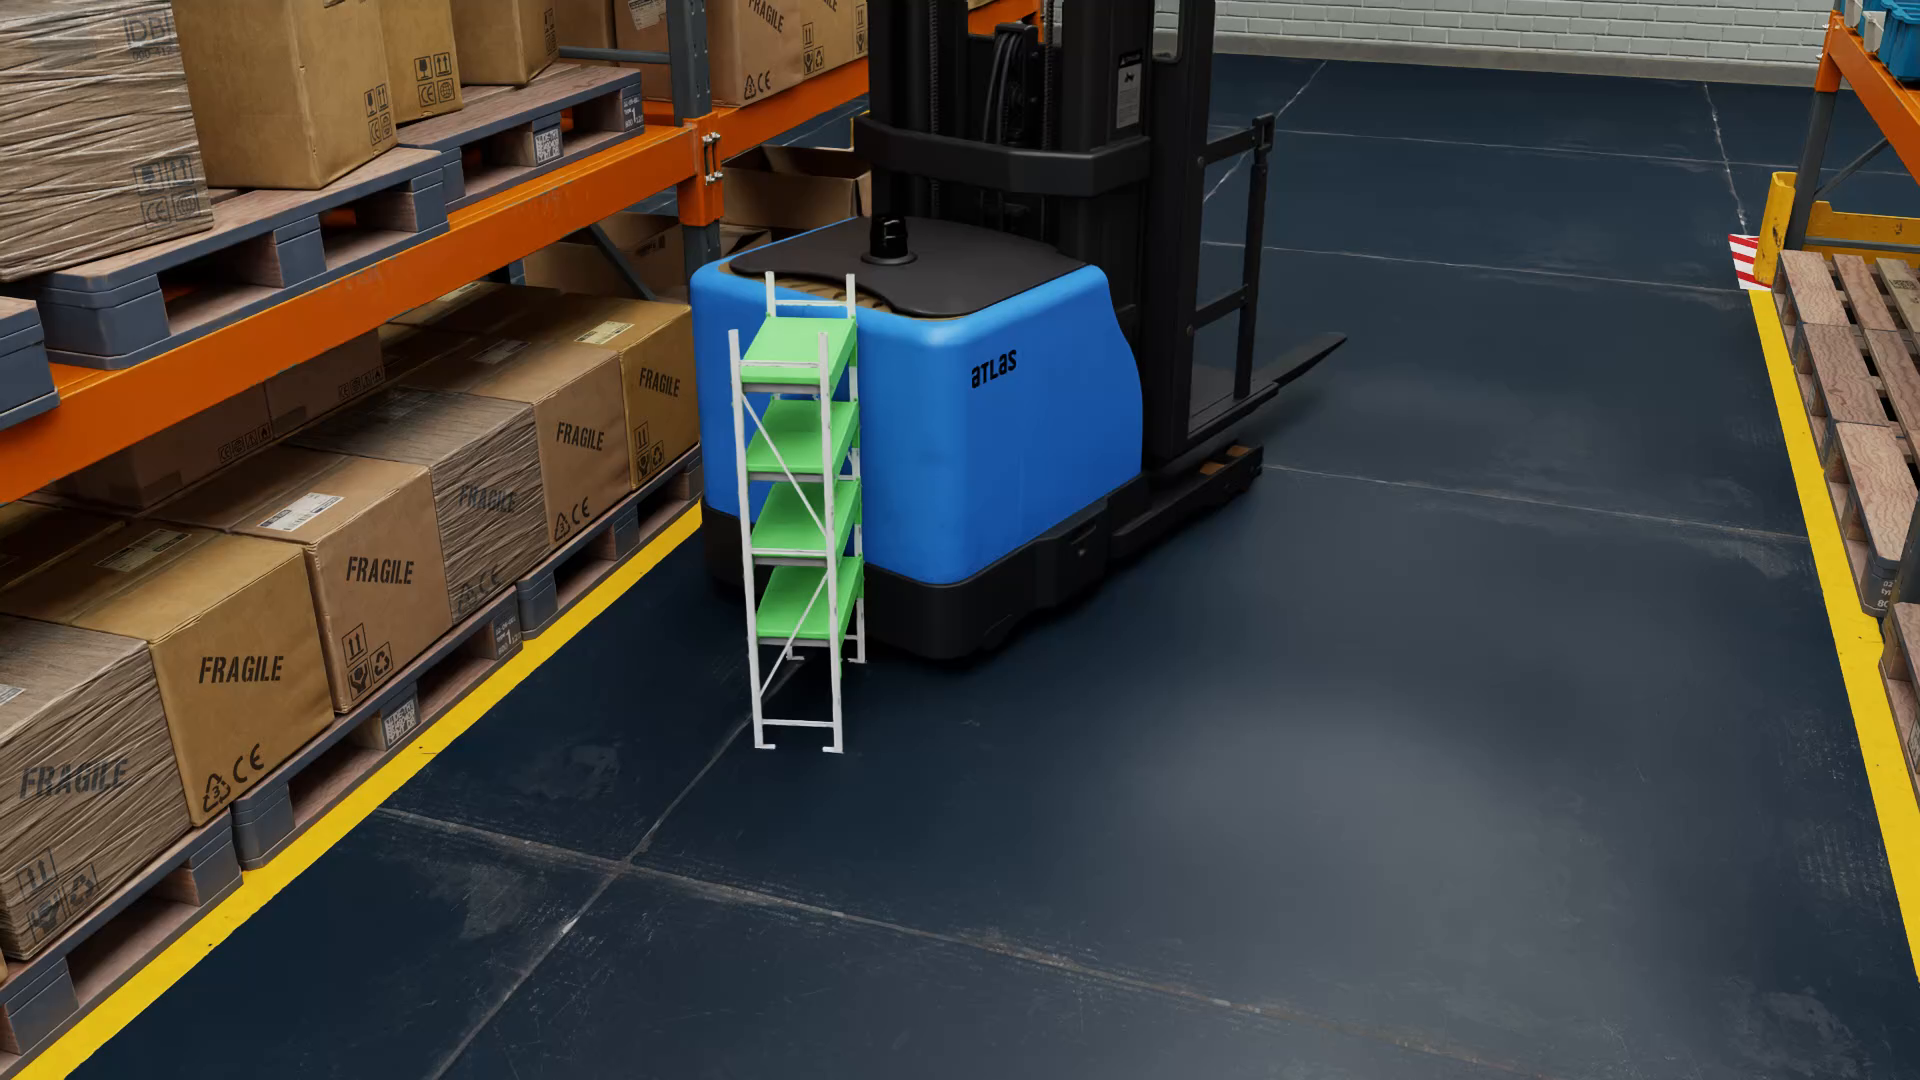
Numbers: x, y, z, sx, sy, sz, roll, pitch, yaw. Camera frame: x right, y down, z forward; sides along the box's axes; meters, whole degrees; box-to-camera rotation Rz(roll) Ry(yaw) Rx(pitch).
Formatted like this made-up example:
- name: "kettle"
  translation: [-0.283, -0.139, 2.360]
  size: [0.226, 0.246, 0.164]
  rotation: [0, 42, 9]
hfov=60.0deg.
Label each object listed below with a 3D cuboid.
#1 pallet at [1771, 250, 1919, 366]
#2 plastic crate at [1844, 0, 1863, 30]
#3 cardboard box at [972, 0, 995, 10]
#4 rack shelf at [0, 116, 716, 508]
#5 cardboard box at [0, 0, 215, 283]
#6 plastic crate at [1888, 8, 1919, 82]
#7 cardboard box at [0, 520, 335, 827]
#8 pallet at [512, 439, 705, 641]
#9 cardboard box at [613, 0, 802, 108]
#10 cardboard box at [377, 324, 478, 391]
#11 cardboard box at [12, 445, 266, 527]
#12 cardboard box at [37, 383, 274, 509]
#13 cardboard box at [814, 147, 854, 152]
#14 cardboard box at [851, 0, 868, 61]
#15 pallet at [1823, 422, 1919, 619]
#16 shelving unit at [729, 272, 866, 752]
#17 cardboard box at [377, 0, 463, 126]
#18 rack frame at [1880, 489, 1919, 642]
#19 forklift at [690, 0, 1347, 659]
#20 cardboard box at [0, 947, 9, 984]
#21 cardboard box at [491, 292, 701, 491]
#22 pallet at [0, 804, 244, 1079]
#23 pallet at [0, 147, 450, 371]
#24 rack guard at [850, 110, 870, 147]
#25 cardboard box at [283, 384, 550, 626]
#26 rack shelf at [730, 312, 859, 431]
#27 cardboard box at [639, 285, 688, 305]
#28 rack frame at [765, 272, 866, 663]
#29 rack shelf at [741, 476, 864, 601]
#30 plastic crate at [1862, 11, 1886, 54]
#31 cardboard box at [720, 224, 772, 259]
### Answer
- name: "pallet"
  translation: [4.338, -1.031, 7.637]
  size: [1.003, 0.211, 1.213]
  rotation: [9, 27, 17]
- name: "plastic crate"
  translation: [4.072, -2.354, 7.404]
  size: [0.250, 0.136, 0.298]
  rotation: [9, 27, 17]
- name: "cardboard box"
  translation: [-0.083, -2.947, 8.280]
  size: [0.500, 0.500, 0.500]
  rotation: [9, 27, 18]
- name: "rack shelf"
  translation: [-2.017, -0.550, 4.269]
  size: [1.077, 0.370, 4.000]
  rotation: [9, 27, 17]
- name: "cardboard box"
  translation: [-2.095, -0.909, 3.589]
  size: [0.700, 0.500, 0.500]
  rotation: [14, 29, 27]
- name: "plastic crate"
  translation: [3.718, -1.853, 6.258]
  size: [0.416, 0.233, 0.300]
  rotation: [9, 27, 17]
- name: "cardboard box"
  translation: [-1.921, 0.308, 4.035]
  size: [0.500, 0.500, 0.500]
  rotation: [8, 27, 17]
- name: "pallet"
  translation: [-1.587, -0.101, 5.716]
  size: [1.003, 0.211, 1.213]
  rotation: [9, 27, 17]
- name: "cardboard box"
  translation: [-0.925, -1.910, 6.139]
  size: [0.500, 0.500, 0.500]
  rotation: [9, 27, 19]
- name: "cardboard box"
  translation: [-1.910, -0.384, 5.465]
  size: [0.500, 0.500, 0.500]
  rotation: [9, 27, 18]
- name: "cardboard box"
  translation: [-2.252, 0.028, 4.614]
  size: [0.500, 0.500, 0.500]
  rotation: [8, 27, 15]
- name: "cardboard box"
  translation: [-2.242, -0.325, 4.483]
  size: [0.500, 0.250, 0.500]
  rotation: [8, 27, 16]
- name: "cardboard box"
  translation: [-0.636, -1.912, 8.907]
  size: [0.500, 0.250, 0.500]
  rotation: [9, 27, 17]
- name: "cardboard box"
  translation: [-0.589, -2.327, 6.998]
  size: [0.500, 0.500, 0.500]
  rotation: [9, 27, 17]
- name: "pallet"
  translation: [3.526, -0.028, 5.566]
  size: [1.003, 0.211, 1.213]
  rotation: [9, 27, 17]
- name: "shelving unit"
  translation: [-0.423, -0.072, 4.522]
  size: [0.258, 1.200, 0.503]
  rotation: [2, 26, 4]
- name: "cardboard box"
  translation: [-1.889, -1.476, 4.759]
  size: [0.700, 0.500, 0.500]
  rotation: [13, 29, 26]
- name: "rack frame"
  translation: [3.318, -0.976, 4.323]
  size: [1.000, 3.000, 0.127]
  rotation: [9, 27, 17]
- name: "forklift"
  translation: [0.462, -1.550, 5.588]
  size: [1.130, 2.935, 3.031]
  rotation: [18, 31, 33]
- name: "cardboard box"
  translation: [-2.262, 0.730, 3.164]
  size: [0.500, 0.500, 0.500]
  rotation: [10, 28, 20]
- name: "cardboard box"
  translation: [-1.246, -0.524, 5.754]
  size: [0.500, 0.500, 0.500]
  rotation: [9, 27, 17]
- name: "pallet"
  translation: [-2.399, 0.902, 3.645]
  size: [1.003, 0.211, 1.213]
  rotation: [9, 27, 17]
- name: "pallet"
  translation: [-2.040, -0.765, 4.109]
  size: [1.003, 0.211, 1.213]
  rotation: [9, 27, 17]
- name: "rack guard"
  translation: [-0.046, -2.183, 9.685]
  size: [1.175, 0.500, 0.348]
  rotation: [9, 27, 17]
- name: "cardboard box"
  translation: [-1.586, -0.116, 4.911]
  size: [0.500, 0.500, 0.500]
  rotation: [9, 27, 18]
- name: "rack shelf"
  translation: [-0.423, -0.447, 4.341]
  size: [0.258, 0.148, 0.480]
  rotation: [2, 26, 4]
- name: "cardboard box"
  translation: [-1.008, -0.824, 6.591]
  size: [0.500, 0.311, 0.500]
  rotation: [9, 27, 17]
- name: "rack frame"
  translation: [-0.404, -0.178, 4.741]
  size: [0.240, 1.200, 0.015]
  rotation: [2, 26, 4]
- name: "rack shelf"
  translation: [-0.423, -0.015, 4.550]
  size: [0.258, 0.148, 0.480]
  rotation: [2, 26, 4]
- name: "plastic crate"
  translation: [3.846, -2.075, 6.828]
  size: [0.250, 0.136, 0.298]
  rotation: [9, 27, 17]
- name: "cardboard box"
  translation: [-1.180, -1.267, 7.505]
  size: [0.500, 0.311, 0.500]
  rotation: [9, 27, 17]
